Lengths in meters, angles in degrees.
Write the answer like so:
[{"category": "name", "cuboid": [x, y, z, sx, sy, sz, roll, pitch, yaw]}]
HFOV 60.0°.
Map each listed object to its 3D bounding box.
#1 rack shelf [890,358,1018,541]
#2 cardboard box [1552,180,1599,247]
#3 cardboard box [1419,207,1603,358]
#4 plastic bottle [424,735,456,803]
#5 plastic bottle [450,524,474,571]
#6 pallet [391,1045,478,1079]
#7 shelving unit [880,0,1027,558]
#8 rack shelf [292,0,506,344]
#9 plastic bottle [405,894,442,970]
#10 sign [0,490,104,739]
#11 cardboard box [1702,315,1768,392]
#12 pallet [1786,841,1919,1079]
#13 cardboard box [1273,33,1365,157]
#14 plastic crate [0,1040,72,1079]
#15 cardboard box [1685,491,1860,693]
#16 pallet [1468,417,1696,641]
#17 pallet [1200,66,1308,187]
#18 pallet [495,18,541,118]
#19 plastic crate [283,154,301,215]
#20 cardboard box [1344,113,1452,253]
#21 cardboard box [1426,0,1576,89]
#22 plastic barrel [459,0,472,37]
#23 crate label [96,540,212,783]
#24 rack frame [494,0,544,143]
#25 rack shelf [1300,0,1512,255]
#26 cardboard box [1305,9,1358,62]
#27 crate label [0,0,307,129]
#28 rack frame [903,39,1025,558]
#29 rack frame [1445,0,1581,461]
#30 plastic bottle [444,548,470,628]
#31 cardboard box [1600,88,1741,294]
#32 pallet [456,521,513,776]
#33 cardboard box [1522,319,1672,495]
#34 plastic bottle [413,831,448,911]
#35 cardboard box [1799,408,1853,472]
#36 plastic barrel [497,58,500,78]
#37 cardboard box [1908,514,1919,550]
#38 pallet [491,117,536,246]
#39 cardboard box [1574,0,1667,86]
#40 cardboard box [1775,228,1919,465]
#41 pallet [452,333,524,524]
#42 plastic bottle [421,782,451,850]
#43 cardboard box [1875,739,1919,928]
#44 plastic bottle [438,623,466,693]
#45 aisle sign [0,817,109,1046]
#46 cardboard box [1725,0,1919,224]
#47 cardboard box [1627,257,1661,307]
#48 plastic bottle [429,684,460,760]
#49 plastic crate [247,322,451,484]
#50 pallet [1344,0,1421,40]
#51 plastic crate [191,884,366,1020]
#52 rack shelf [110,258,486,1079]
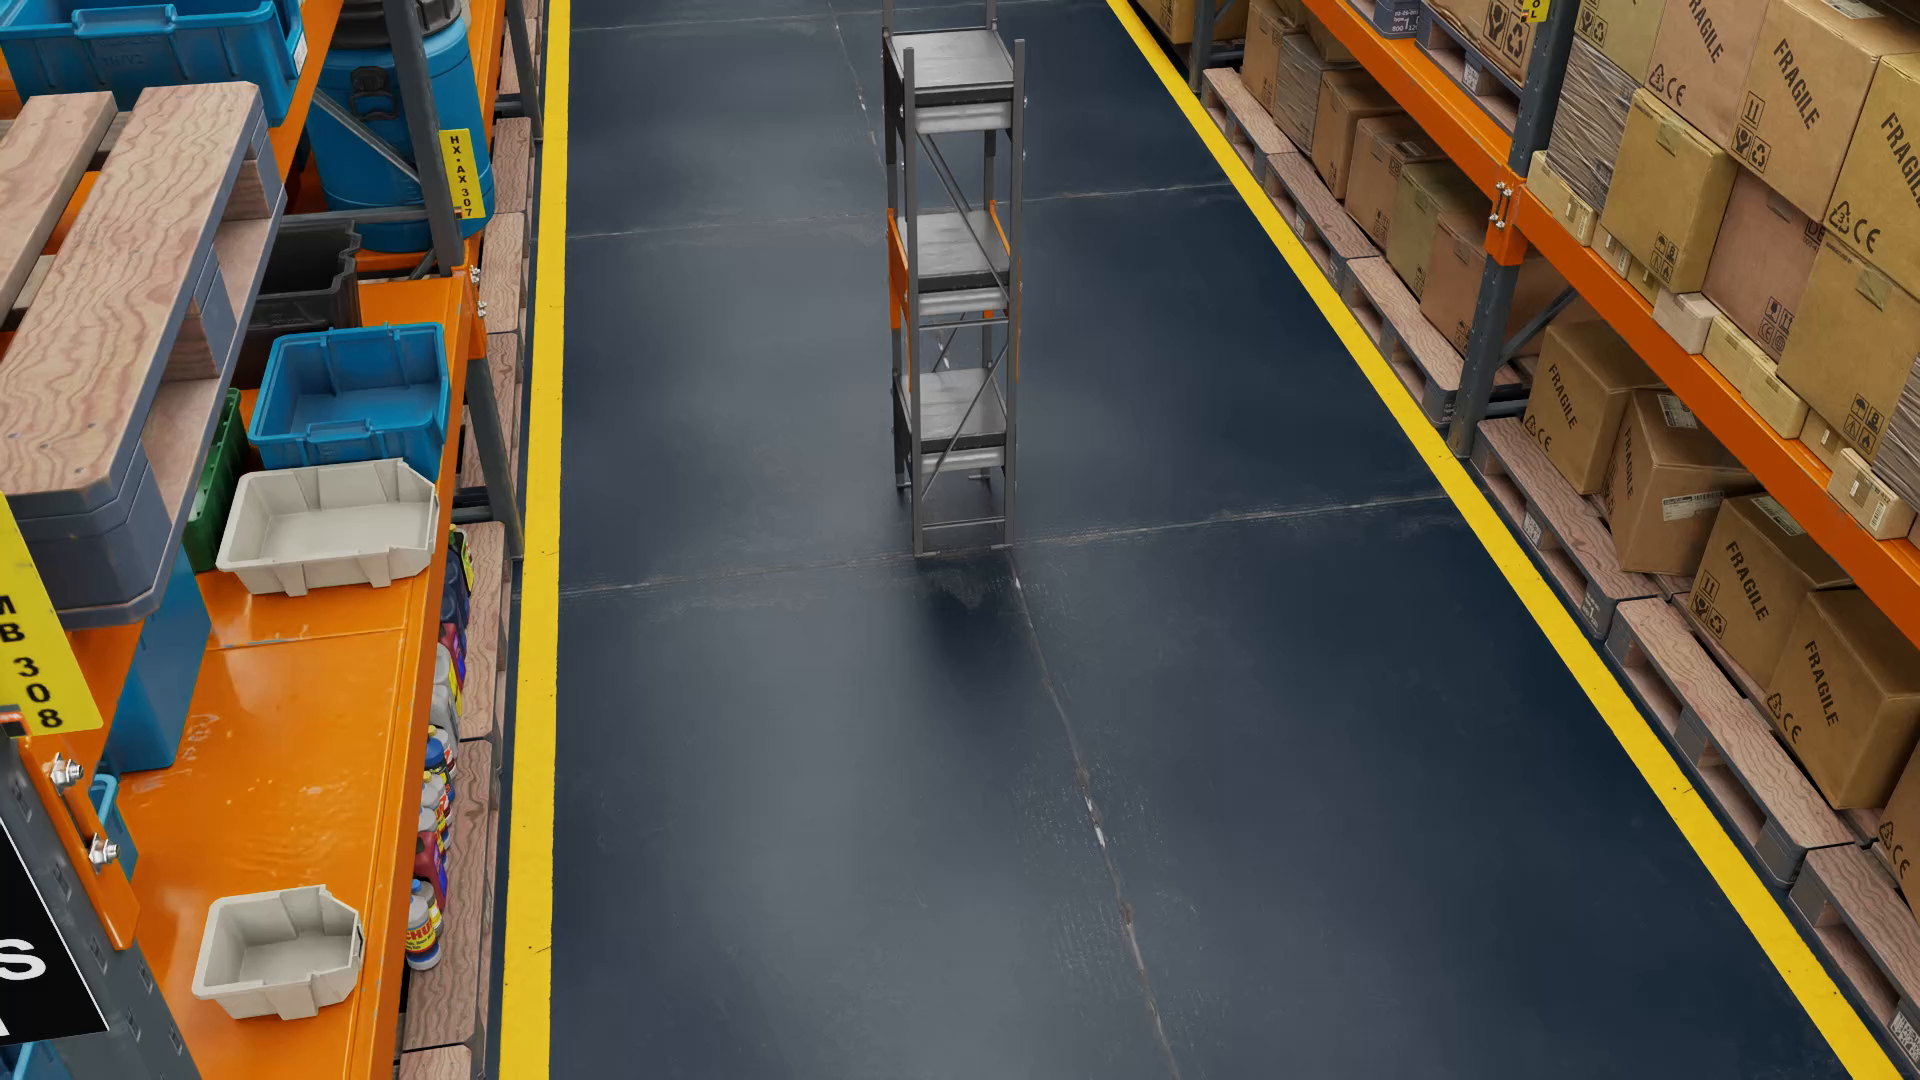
[{"category": "rack shelf", "cuboid": [-0.029, -0.366, 6.672, 0.431, 0.518, 0.480, -6, 38, -8]}, {"category": "cardboard box", "cuboid": [2.403, -1.206, 6.062, 0.380, 0.149, 0.250, -6, 38, -8]}, {"category": "cardboard box", "cuboid": [2.544, -1.180, 7.502, 0.700, 0.500, 0.500, -9, 39, -11]}, {"category": "plastic bottle", "cuboid": [-1.668, 0.714, 5.251, 0.097, 0.271, 0.097, 0, 38, 0]}, {"category": "plastic bottle", "cuboid": [-1.875, 0.030, 6.189, 0.097, 0.201, 0.097, 0, 38, 0]}, {"category": "pallet", "cuboid": [-1.741, 1.898, 4.135, 1.003, 0.211, 1.213, -6, 38, -8]}, {"category": "shelving unit", "cuboid": [-0.029, -0.929, 6.235, 0.431, 2.100, 0.503, -6, 38, -8]}, {"category": "rack shelf", "cuboid": [-2.596, -2.011, 7.480, 1.077, 0.370, 4.000, -6, 38, -8]}, {"category": "plastic bottle", "cuboid": [-1.555, 1.104, 4.749, 0.097, 0.271, 0.097, 0, 38, 0]}, {"category": "sign", "cuboid": [-1.002, 0.084, 1.744, 0.100, 0.325, 0.005, -6, 38, -8]}, {"category": "cardboard box", "cuboid": [2.616, -0.606, 5.290, 0.380, 0.149, 0.250, -6, 38, -8]}, {"category": "pallet", "cuboid": [3.211, 1.357, 4.831, 1.003, 0.211, 1.213, -6, 38, -8]}, {"category": "cardboard box", "cuboid": [2.176, -2.486, 9.184, 0.700, 0.500, 0.500, -9, 39, -12]}, {"category": "plastic crate", "cuboid": [-1.927, 1.118, 2.988, 0.499, 0.251, 0.616, -6, 38, -8]}, {"category": "cardboard box", "cuboid": [2.956, 0.159, 5.795, 0.500, 0.500, 0.500, -9, 39, -12]}, {"category": "pallet", "cuboid": [2.783, -0.117, 6.728, 1.003, 0.211, 1.213, -6, 38, -8]}, {"category": "pallet", "cuboid": [2.065, -2.462, 9.748, 1.003, 0.211, 1.213, -6, 38, -8]}, {"category": "pallet", "cuboid": [-3.126, -2.874, 10.277, 1.003, 0.211, 1.213, -6, 38, -8]}, {"category": "plastic crate", "cuboid": [-2.632, -1.372, 6.019, 0.402, 0.464, 0.583, -6, 38, -8]}, {"category": "cardboard box", "cuboid": [2.381, -1.808, 8.311, 0.700, 0.500, 0.500, -9, 39, -12]}, {"category": "cardboard box", "cuboid": [2.629, -2.517, 6.714, 1.000, 1.000, 1.000, -6, 38, -8]}, {"category": "plastic barrel", "cuboid": [-2.402, -2.447, 7.344, 0.433, 0.535, 0.433, 0, 38, 0]}, {"category": "crate label", "cuboid": [-2.133, 0.232, 3.977, 0.502, 0.435, 0.616, -6, 38, -8]}, {"category": "rack frame", "cuboid": [-2.947, -3.503, 8.814, 1.000, 3.000, 0.127, -6, 38, -8]}, {"category": "rack shelf", "cuboid": [2.280, -2.544, 8.166, 1.077, 0.370, 4.000, -6, 38, -8]}, {"category": "cardboard box", "cuboid": [2.179, -2.798, 8.974, 0.500, 0.250, 0.500, -2, 38, -3]}, {"category": "crate label", "cuboid": [-1.547, -0.963, 3.221, 0.502, 0.251, 0.408, -6, 38, -8]}, {"category": "rack frame", "cuboid": [0.014, -0.782, 6.045, 0.400, 2.100, 0.015, -6, 38, -8]}, {"category": "rack frame", "cuboid": [2.631, -1.620, 6.390, 1.000, 3.000, 0.127, -6, 38, -8]}, {"category": "plastic bottle", "cuboid": [-1.849, 0.143, 5.921, 0.144, 0.351, 0.185, -7, 38, -9]}, {"category": "cardboard box", "cuboid": [2.702, -1.192, 5.516, 0.875, 0.500, 0.500, -6, 38, -8]}, {"category": "pallet", "cuboid": [-2.169, 0.424, 6.032, 1.003, 0.211, 1.213, -6, 38, -8]}, {"category": "cardboard box", "cuboid": [2.661, -0.553, 6.712, 0.500, 0.500, 0.500, -7, 38, -9]}, {"category": "plastic bottle", "cuboid": [-1.577, 0.961, 4.924, 0.061, 0.283, 0.133, -6, 38, -7]}, {"category": "cardboard box", "cuboid": [2.737, -0.308, 4.906, 0.380, 0.149, 0.250, -6, 38, -8]}, {"category": "plastic barrel", "cuboid": [-3.049, -3.106, 9.729, 0.600, 0.830, 0.708, -6, 38, -8]}, {"category": "cardboard box", "cuboid": [2.843, -0.008, 4.520, 0.380, 0.149, 0.250, -6, 38, -8]}, {"category": "pallet", "cuboid": [-2.849, -1.930, 9.062, 1.003, 0.211, 1.213, -6, 38, -8]}, {"category": "cardboard box", "cuboid": [2.459, -1.872, 5.576, 0.500, 0.500, 0.500, -6, 38, -8]}, {"category": "cardboard box", "cuboid": [2.936, -0.595, 4.747, 0.875, 0.500, 0.500, -6, 38, -8]}, {"category": "pallet", "cuboid": [-2.421, -0.456, 7.165, 1.003, 0.211, 1.213, -6, 38, -8]}, {"category": "plastic bottle", "cuboid": [-1.633, 0.837, 5.093, 0.097, 0.271, 0.097, 0, 38, 0]}, {"category": "cardboard box", "cuboid": [3.100, 0.881, 4.866, 0.500, 0.500, 0.500, 3, 38, 4]}, {"category": "plastic bottle", "cuboid": [-1.746, 0.380, 5.672, 0.061, 0.283, 0.133, -4, 38, -5]}, {"category": "aisle sign", "cuboid": [-1.243, 0.314, 1.781, 0.394, 0.787, 0.004, -6, 38, -8]}, {"category": "cardboard box", "cuboid": [2.636, -1.269, 4.799, 0.500, 0.500, 0.500, -6, 38, -8]}, {"category": "cardboard box", "cuboid": [2.528, -0.908, 5.679, 0.380, 0.149, 0.250, -6, 38, -8]}, {"category": "plastic bottle", "cuboid": [-1.734, 0.582, 5.417, 0.152, 0.276, 0.135, -6, 38, -7]}, {"category": "plastic crate", "cuboid": [-1.784, -0.389, 4.927, 0.499, 0.251, 0.616, -6, 38, -8]}, {"category": "pallet", "cuboid": [2.317, -2.769, 8.025, 1.003, 0.211, 1.213, -6, 38, -8]}, {"category": "plastic crate", "cuboid": [-1.384, 0.858, 3.416, 0.298, 0.136, 0.250, -6, 38, -8]}, {"category": "rack shelf", "cuboid": [-1.895, 0.405, 4.370, 1.077, 0.370, 4.000, -6, 38, -8]}]
